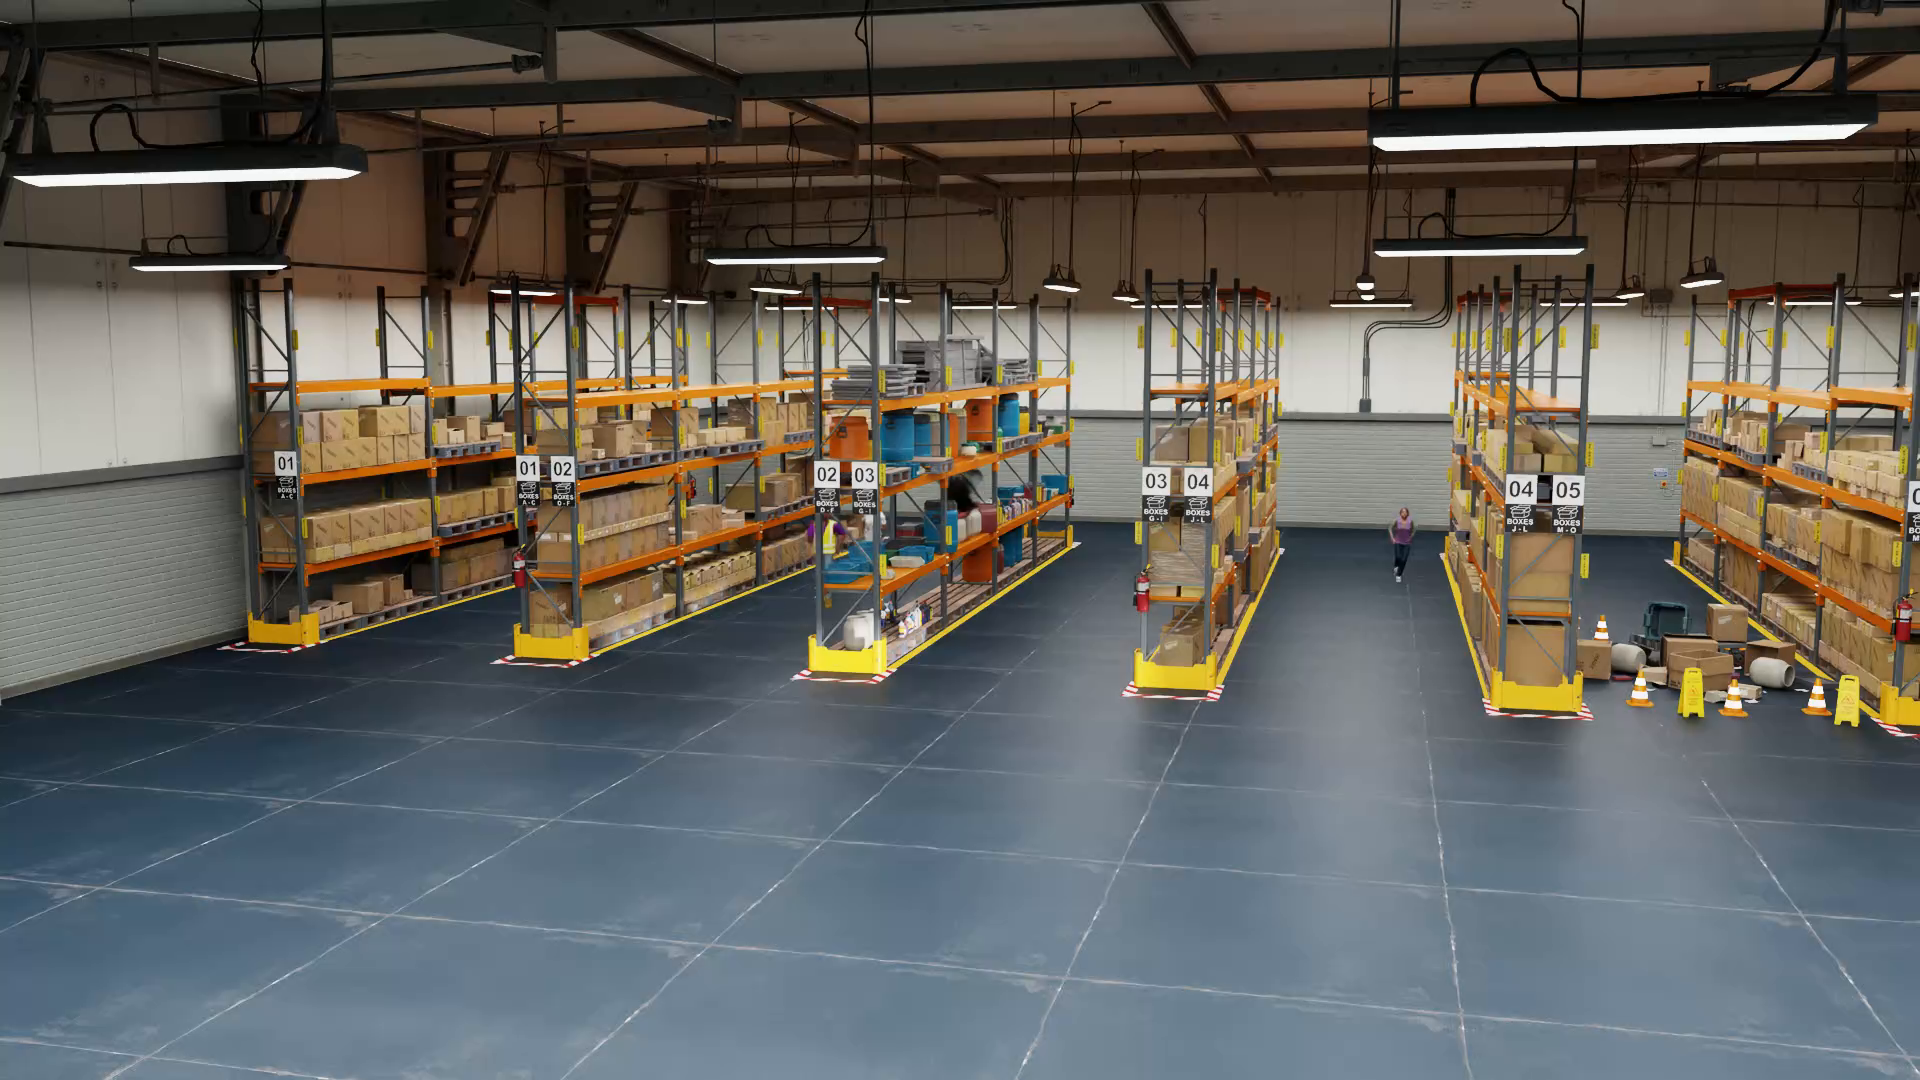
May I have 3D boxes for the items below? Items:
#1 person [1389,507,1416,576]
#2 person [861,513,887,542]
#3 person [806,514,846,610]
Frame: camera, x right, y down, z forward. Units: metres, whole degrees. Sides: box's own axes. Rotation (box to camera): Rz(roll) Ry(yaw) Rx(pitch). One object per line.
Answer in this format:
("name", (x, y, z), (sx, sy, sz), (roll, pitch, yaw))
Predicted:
("person", (9.205, 0.053, 34.583), (0.546, 1.472, 0.483), (1, 7, 8))
("person", (-1.804, -0.095, 34.656), (0.562, 1.539, 0.859), (0, 7, 3))
("person", (-2.428, 0.307, 29.708), (0.676, 1.857, 0.679), (1, 7, 11))
